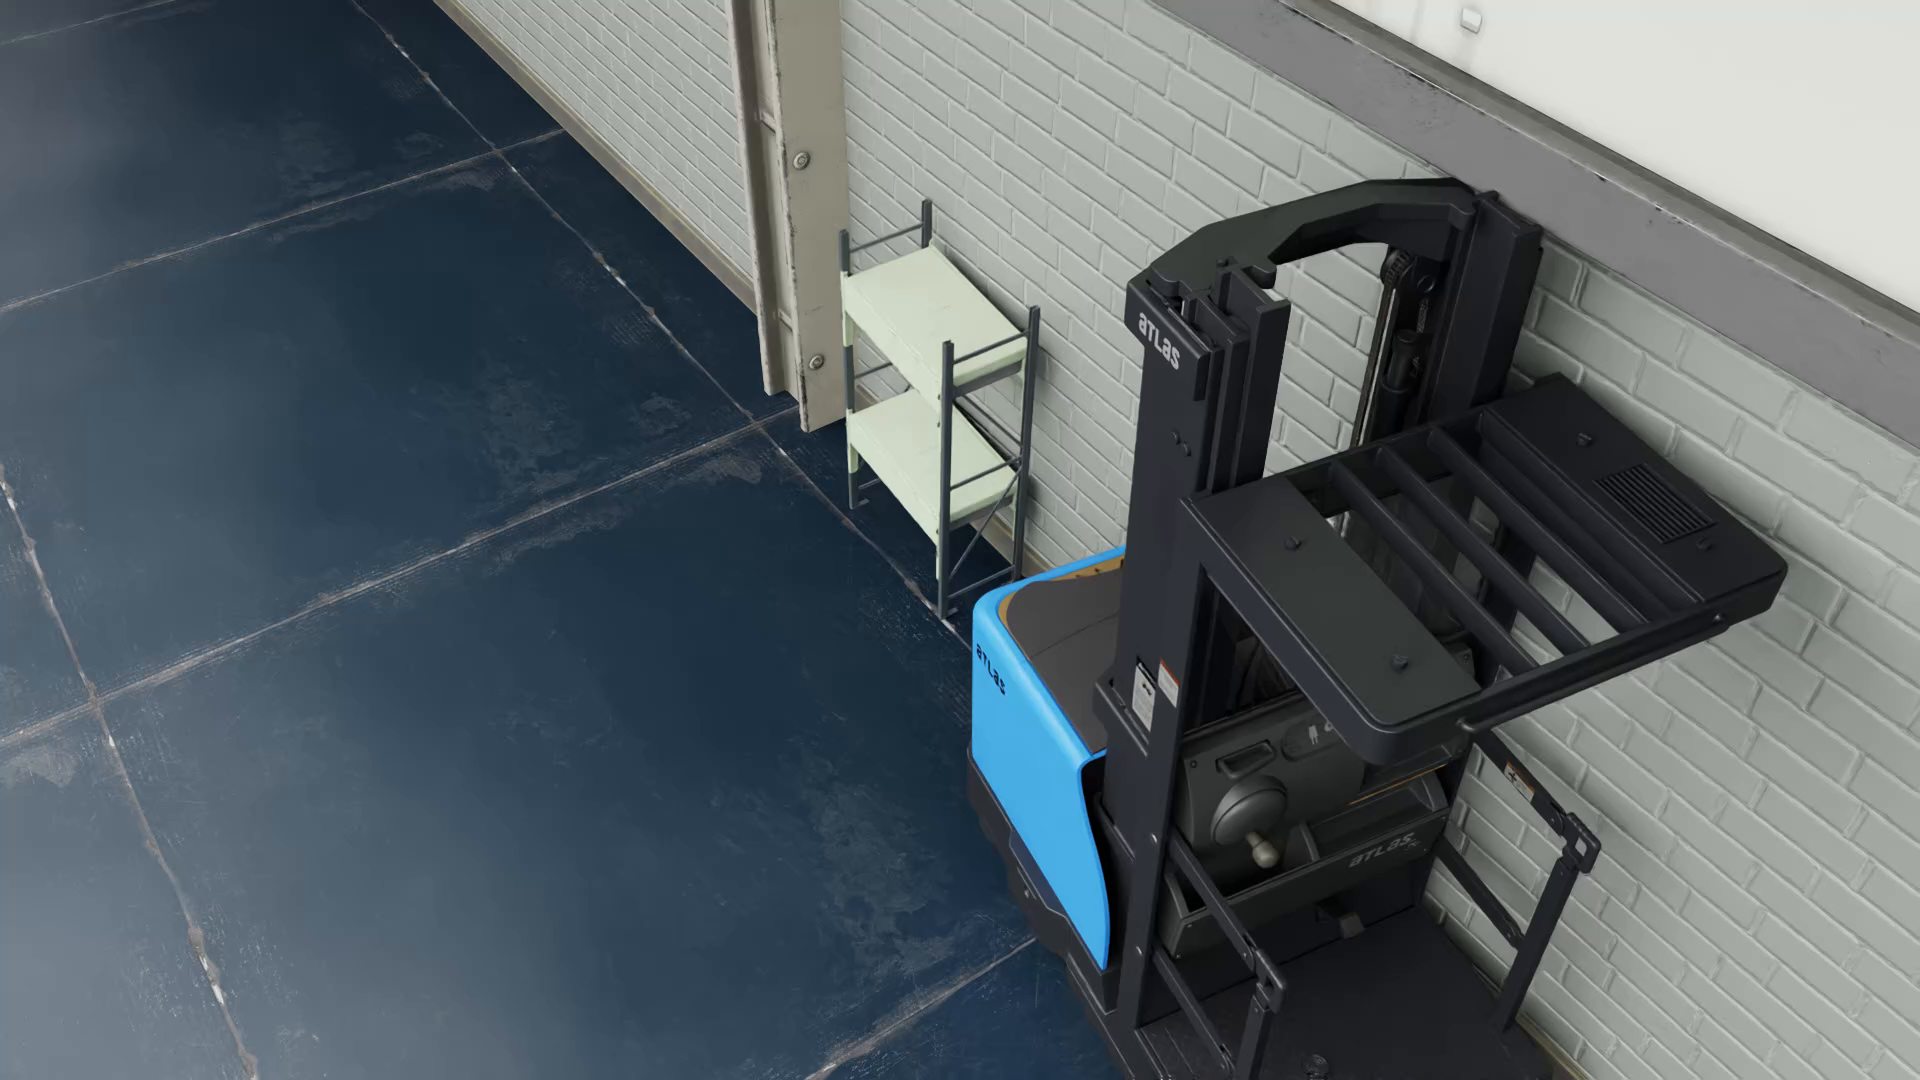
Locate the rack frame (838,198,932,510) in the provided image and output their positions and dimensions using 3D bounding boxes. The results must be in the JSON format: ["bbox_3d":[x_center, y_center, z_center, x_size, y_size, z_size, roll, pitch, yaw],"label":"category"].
[{"bbox_3d":[-0.296,-0.718,6.824,0.400,1.500,0.023,-25,53,-22],"label":"rack frame"}]

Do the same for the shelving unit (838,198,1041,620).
[{"bbox_3d":[-0.099,-0.487,6.620,0.431,1.500,0.755,-25,53,-22],"label":"shelving unit"}]

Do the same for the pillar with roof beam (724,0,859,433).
[{"bbox_3d":[-4.235,-2.226,3.056,9.100,9.000,0.400,-26,49,-24],"label":"pillar with roof beam"}]

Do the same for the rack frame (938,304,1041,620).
[{"bbox_3d":[0.098,-0.255,6.416,0.400,1.500,0.023,-25,53,-22],"label":"rack frame"}]

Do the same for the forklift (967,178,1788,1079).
[{"bbox_3d":[1.112,0.680,4.406,1.130,2.935,3.031,-18,47,-18],"label":"forklift"}]

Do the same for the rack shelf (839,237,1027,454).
[{"bbox_3d":[-0.091,-0.748,6.331,0.431,0.370,0.720,-25,53,-22],"label":"rack shelf"}]

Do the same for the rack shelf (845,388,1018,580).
[{"bbox_3d":[-0.106,-0.268,6.862,0.431,0.370,0.720,-25,53,-22],"label":"rack shelf"}]
